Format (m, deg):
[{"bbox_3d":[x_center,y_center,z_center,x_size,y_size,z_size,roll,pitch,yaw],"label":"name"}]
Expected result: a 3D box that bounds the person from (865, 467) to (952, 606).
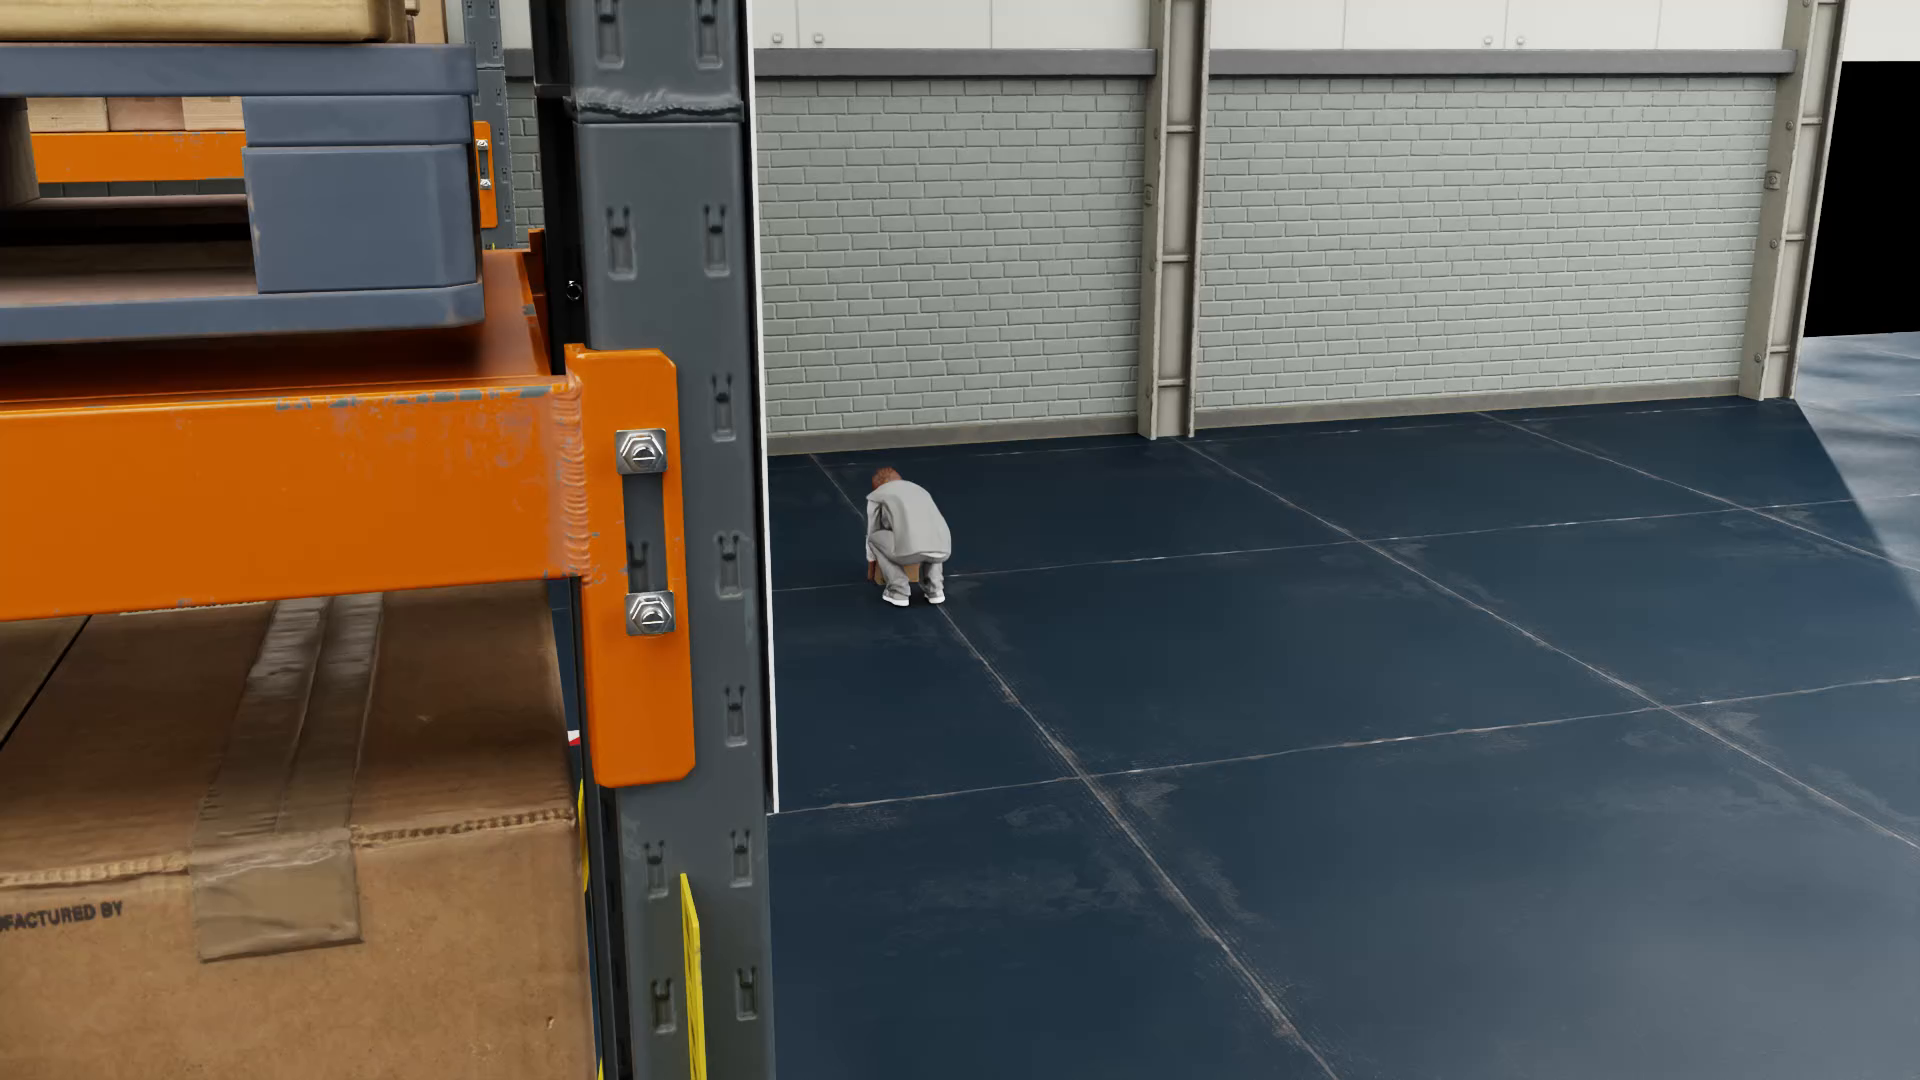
[{"bbox_3d":[-0.310,0.011,9.727,0.435,0.763,0.830,-5,17,-16],"label":"person"}]
